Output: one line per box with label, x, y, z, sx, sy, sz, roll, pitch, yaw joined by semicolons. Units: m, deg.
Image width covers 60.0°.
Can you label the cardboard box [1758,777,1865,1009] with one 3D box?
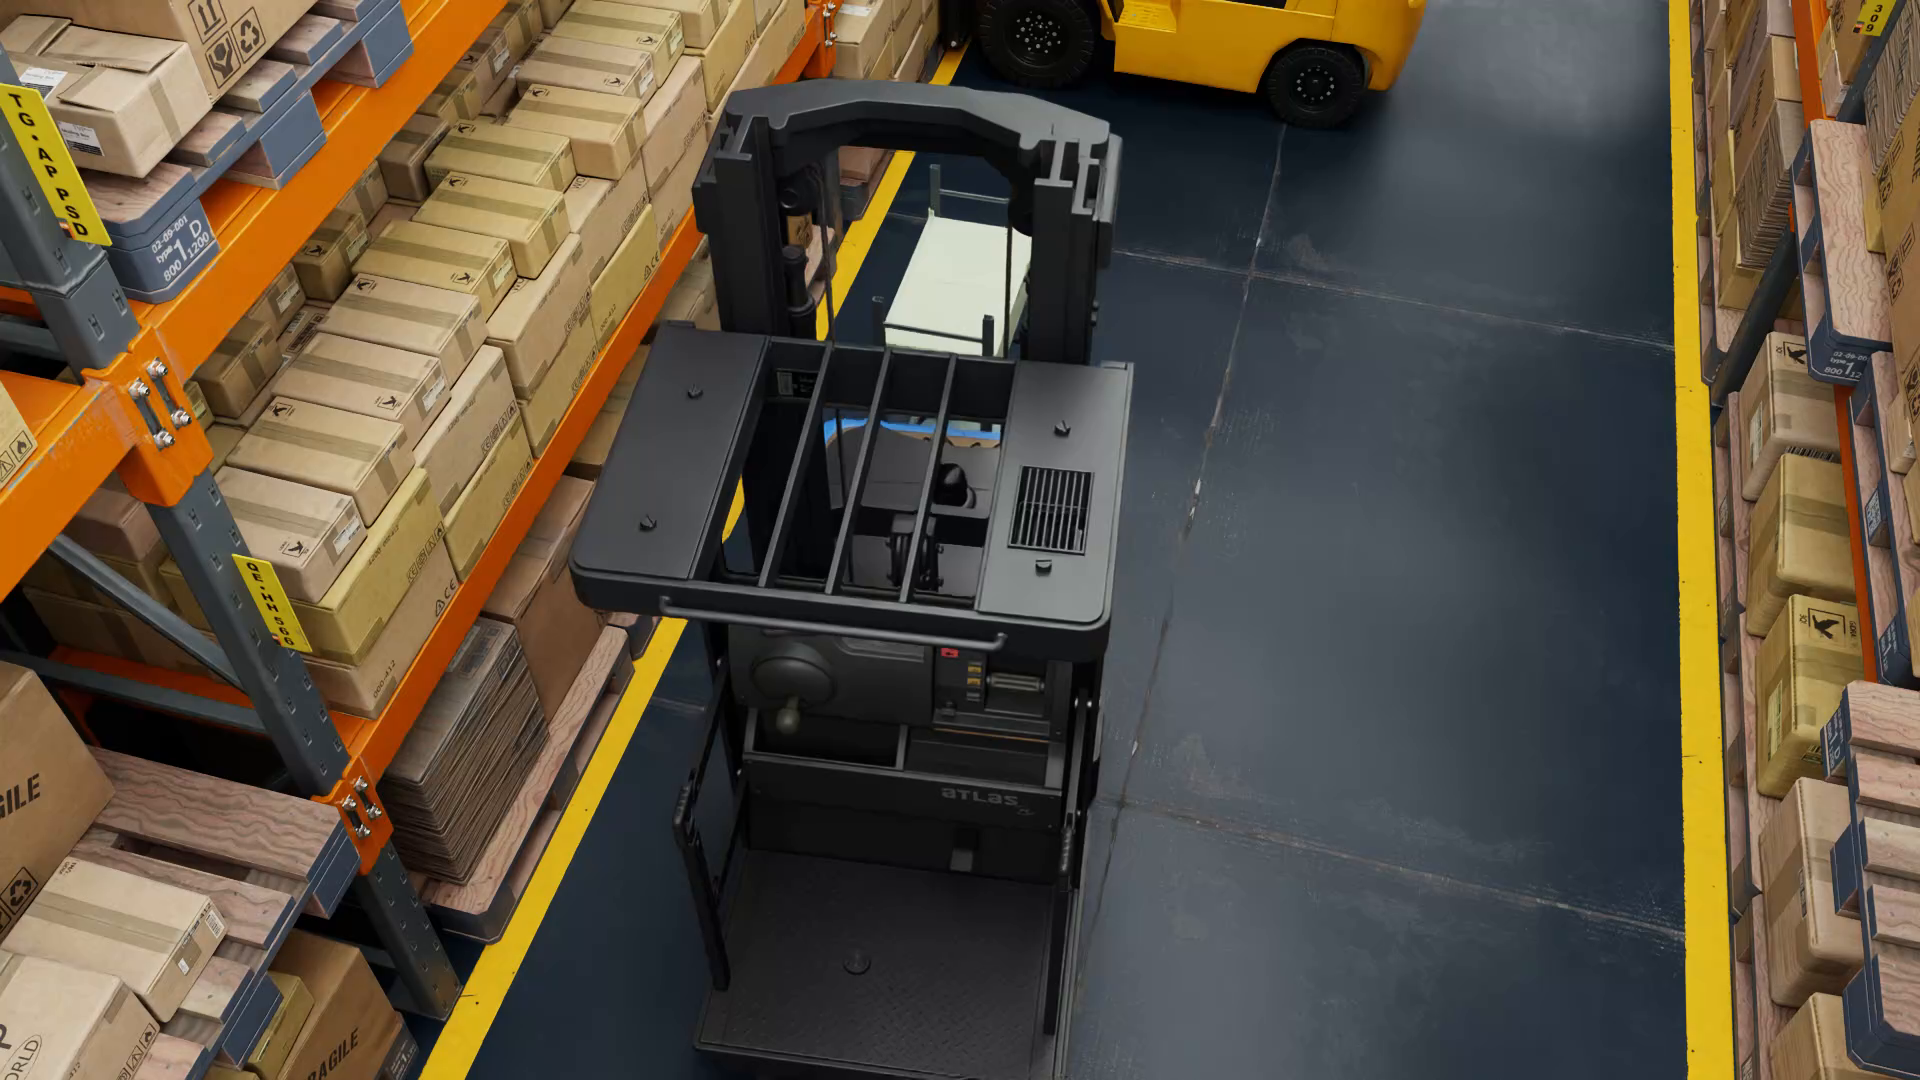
cardboard box;3.029;1.171;5.108;0.950;0.372;0.625;11;49;9

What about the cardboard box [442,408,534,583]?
cardboard box;-1.616;-0.181;4.928;0.500;0.250;0.500;11;49;9

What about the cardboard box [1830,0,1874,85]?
cardboard box;3.614;-2.013;6.180;0.500;0.500;0.500;10;49;9

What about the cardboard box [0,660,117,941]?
cardboard box;-2.392;0.575;3.814;0.500;0.500;0.500;14;50;12

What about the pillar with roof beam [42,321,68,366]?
pillar with roof beam;1.521;-1.851;2.301;9.100;9.000;0.400;12;50;10

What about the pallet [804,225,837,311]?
pallet;-1.209;-1.025;7.432;1.003;0.211;1.213;12;50;10

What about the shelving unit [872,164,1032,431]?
shelving unit;0.001;-0.512;6.121;0.431;1.500;0.755;11;49;9

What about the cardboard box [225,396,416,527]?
cardboard box;-1.668;-0.208;4.353;0.380;0.149;0.250;13;50;11

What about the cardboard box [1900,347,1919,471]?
cardboard box;2.938;-0.408;4.483;0.500;0.500;0.500;10;49;8

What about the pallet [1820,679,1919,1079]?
pallet;2.769;0.909;3.994;1.213;0.211;1.003;12;50;10

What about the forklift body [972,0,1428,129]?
forklift body;1.261;-3.369;8.208;2.313;2.155;1.214;12;50;10

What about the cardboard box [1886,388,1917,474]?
cardboard box;2.917;-0.292;4.814;0.380;0.149;0.250;13;50;11

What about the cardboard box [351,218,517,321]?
cardboard box;-1.532;-0.778;4.856;0.380;0.149;0.250;12;50;10

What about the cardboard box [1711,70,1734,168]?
cardboard box;3.902;-1.975;7.965;0.500;0.250;0.500;12;50;11

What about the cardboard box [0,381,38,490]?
cardboard box;-2.006;-0.119;2.872;0.500;0.250;0.500;10;49;9

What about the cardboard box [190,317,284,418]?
cardboard box;-2.127;-0.504;4.614;0.380;0.149;0.250;12;50;10

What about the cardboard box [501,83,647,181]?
cardboard box;-1.231;-1.308;5.323;0.380;0.149;0.250;10;49;9

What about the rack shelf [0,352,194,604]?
rack shelf;-2.632;1.097;2.179;1.077;0.370;4.000;12;50;10

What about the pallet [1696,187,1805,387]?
pallet;3.880;-1.081;7.482;1.003;0.211;1.213;12;50;10

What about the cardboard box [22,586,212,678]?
cardboard box;-2.234;0.079;4.698;0.500;0.250;0.500;11;49;9

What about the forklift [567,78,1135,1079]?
forklift;-0.188;0.458;4.310;1.130;2.935;3.031;6;49;5

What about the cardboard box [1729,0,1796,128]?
cardboard box;3.899;-2.207;7.670;0.500;0.500;0.500;14;50;12

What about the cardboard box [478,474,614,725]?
cardboard box;-1.764;0.129;5.858;0.875;0.625;0.625;13;50;11

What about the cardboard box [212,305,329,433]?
cardboard box;-2.122;-0.460;4.841;0.500;0.250;0.500;12;50;10

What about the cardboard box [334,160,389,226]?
cardboard box;-2.001;-1.066;5.110;0.380;0.149;0.250;11;49;9

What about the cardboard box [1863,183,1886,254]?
cardboard box;3.213;-1.051;5.483;0.380;0.149;0.250;12;50;11

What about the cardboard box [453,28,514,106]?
cardboard box;-1.739;-1.612;5.592;0.380;0.149;0.250;11;50;10

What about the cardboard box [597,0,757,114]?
cardboard box;-1.064;-1.825;6.045;0.500;0.250;0.500;10;49;9

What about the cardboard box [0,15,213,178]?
cardboard box;-1.721;-0.874;3.248;0.380;0.166;0.250;11;50;10

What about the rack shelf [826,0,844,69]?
rack shelf;-0.526;-3.697;8.411;1.077;0.370;4.000;12;50;10

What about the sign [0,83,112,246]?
sign;-1.582;-0.650;2.896;0.100;0.325;0.005;12;50;10

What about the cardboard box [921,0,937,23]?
cardboard box;-0.353;-2.898;8.446;0.500;0.250;0.500;11;50;10

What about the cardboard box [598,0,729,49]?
cardboard box;-1.035;-1.872;5.821;0.380;0.149;0.250;10;49;9

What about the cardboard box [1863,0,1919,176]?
cardboard box;3.337;-1.499;5.446;0.500;0.500;0.500;13;50;11

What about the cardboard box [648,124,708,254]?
cardboard box;-1.220;-1.304;5.919;0.500;0.250;0.500;12;50;10

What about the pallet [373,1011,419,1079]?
pallet;-2.338;1.861;4.886;1.003;0.211;1.213;12;50;10

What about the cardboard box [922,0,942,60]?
cardboard box;-0.367;-2.747;8.646;0.500;0.250;0.500;12;50;11

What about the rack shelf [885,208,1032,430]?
rack shelf;0.001;-0.771;5.828;0.431;0.370;0.720;11;49;9

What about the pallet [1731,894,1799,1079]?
pallet;2.891;1.740;4.993;1.003;0.211;1.213;12;50;10

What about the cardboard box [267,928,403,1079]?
cardboard box;-2.009;1.442;4.783;0.500;0.500;0.500;13;50;11

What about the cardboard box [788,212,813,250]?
cardboard box;-1.179;-1.462;7.262;0.875;0.625;0.625;14;50;12

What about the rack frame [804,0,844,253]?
rack frame;-1.053;-2.488;6.864;1.000;3.000;0.127;12;50;10

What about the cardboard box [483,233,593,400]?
cardboard box;-1.465;-0.720;5.070;0.500;0.250;0.500;10;49;9

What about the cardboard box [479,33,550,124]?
cardboard box;-1.721;-1.557;5.809;0.500;0.250;0.500;10;49;9

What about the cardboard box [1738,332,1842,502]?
cardboard box;3.601;-0.401;6.494;0.950;0.372;0.625;12;50;11
